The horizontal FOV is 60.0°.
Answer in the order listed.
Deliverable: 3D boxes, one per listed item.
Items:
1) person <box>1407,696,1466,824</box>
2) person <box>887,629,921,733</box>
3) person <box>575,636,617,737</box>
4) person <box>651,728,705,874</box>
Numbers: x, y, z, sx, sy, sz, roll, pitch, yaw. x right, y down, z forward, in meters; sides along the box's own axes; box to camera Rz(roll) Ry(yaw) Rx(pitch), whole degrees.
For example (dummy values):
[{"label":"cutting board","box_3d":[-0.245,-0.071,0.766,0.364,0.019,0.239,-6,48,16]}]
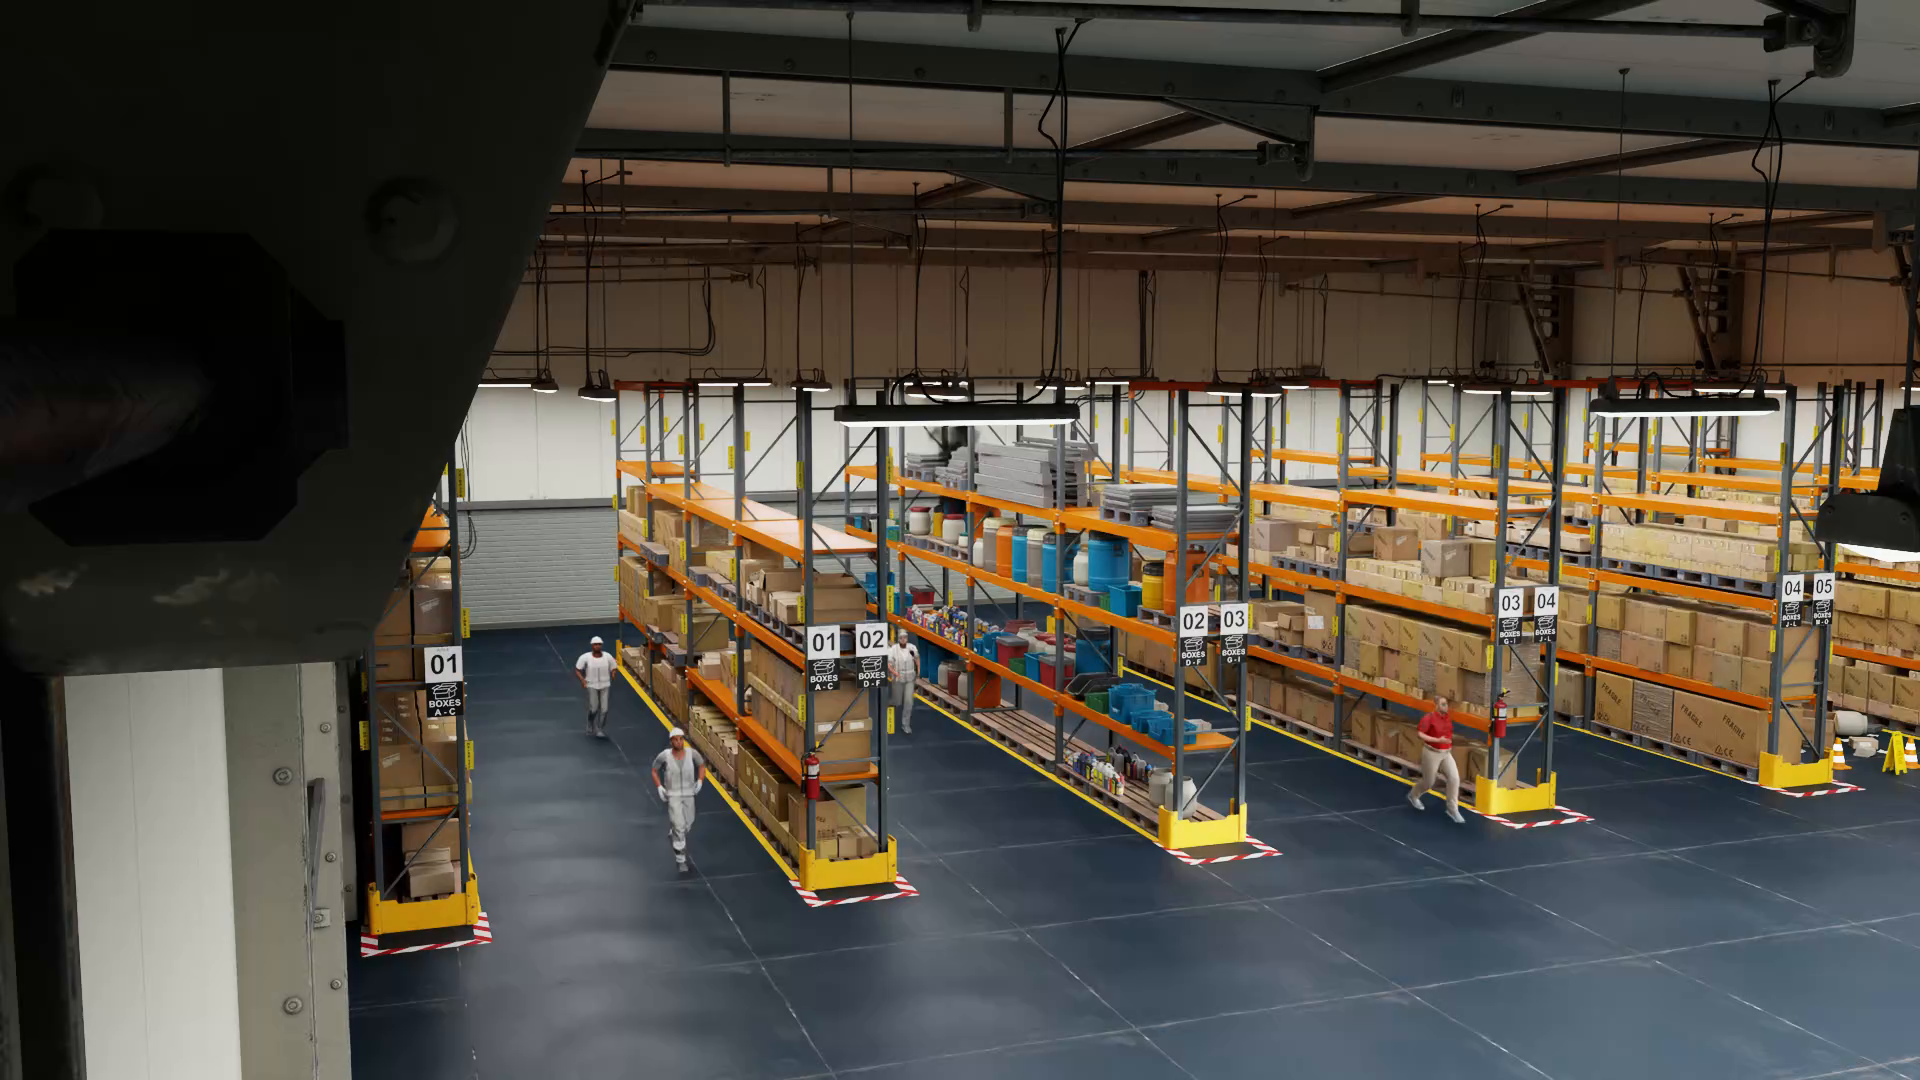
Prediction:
[{"label":"person","box_3d":[6.644,3.030,23.236,0.693,1.757,0.935,-3,7,-28]},{"label":"person","box_3d":[-0.998,2.413,28.936,0.670,1.784,0.834,-2,6,-16]},{"label":"person","box_3d":[-6.135,2.495,28.178,0.695,1.720,0.594,-3,7,-24]},{"label":"person","box_3d":[-3.545,3.236,20.998,0.679,1.803,0.798,-3,7,-23]}]
